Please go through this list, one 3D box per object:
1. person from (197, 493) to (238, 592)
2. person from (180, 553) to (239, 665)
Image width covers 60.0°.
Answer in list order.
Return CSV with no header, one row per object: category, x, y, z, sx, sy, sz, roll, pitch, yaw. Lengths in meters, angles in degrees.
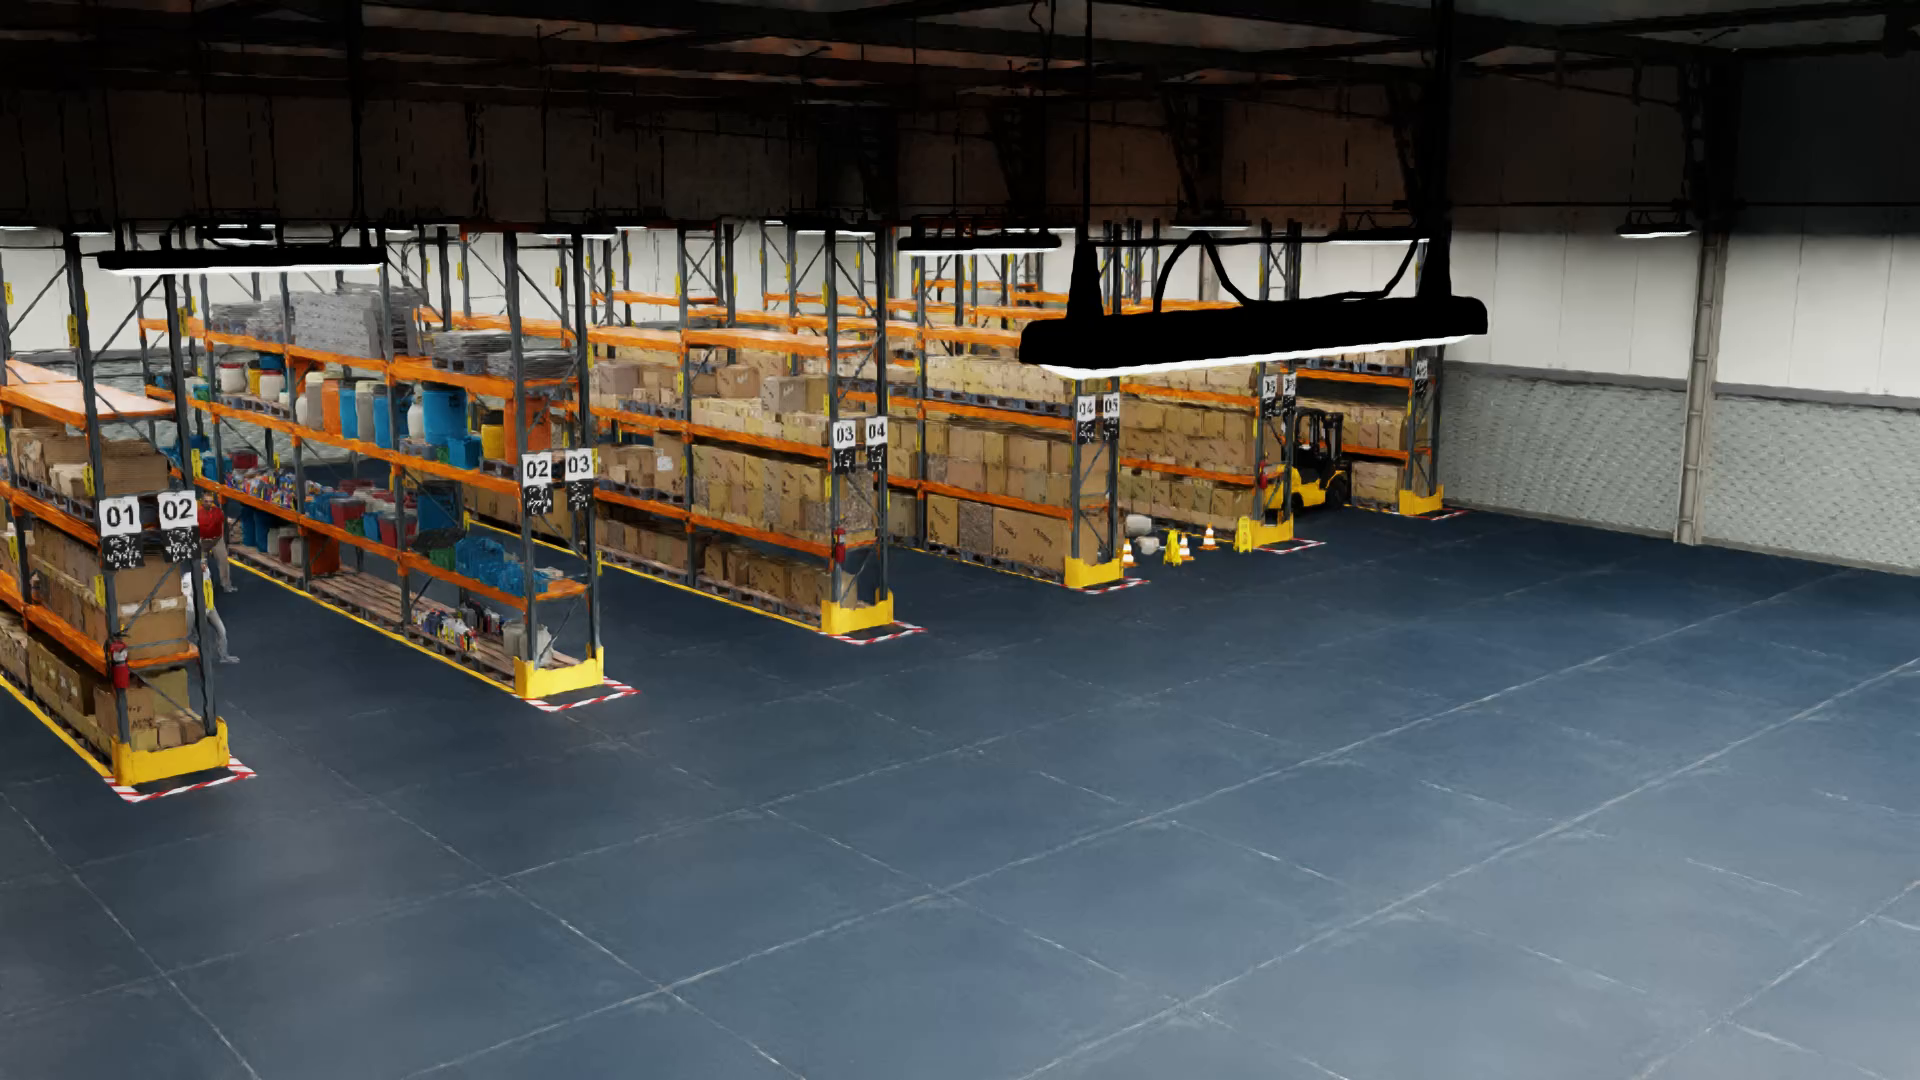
person,-12.405,0.028,27.485,0.542,1.645,1.126,-9,15,-38
person,-10.561,0.946,23.069,0.794,1.604,0.621,7,13,31
